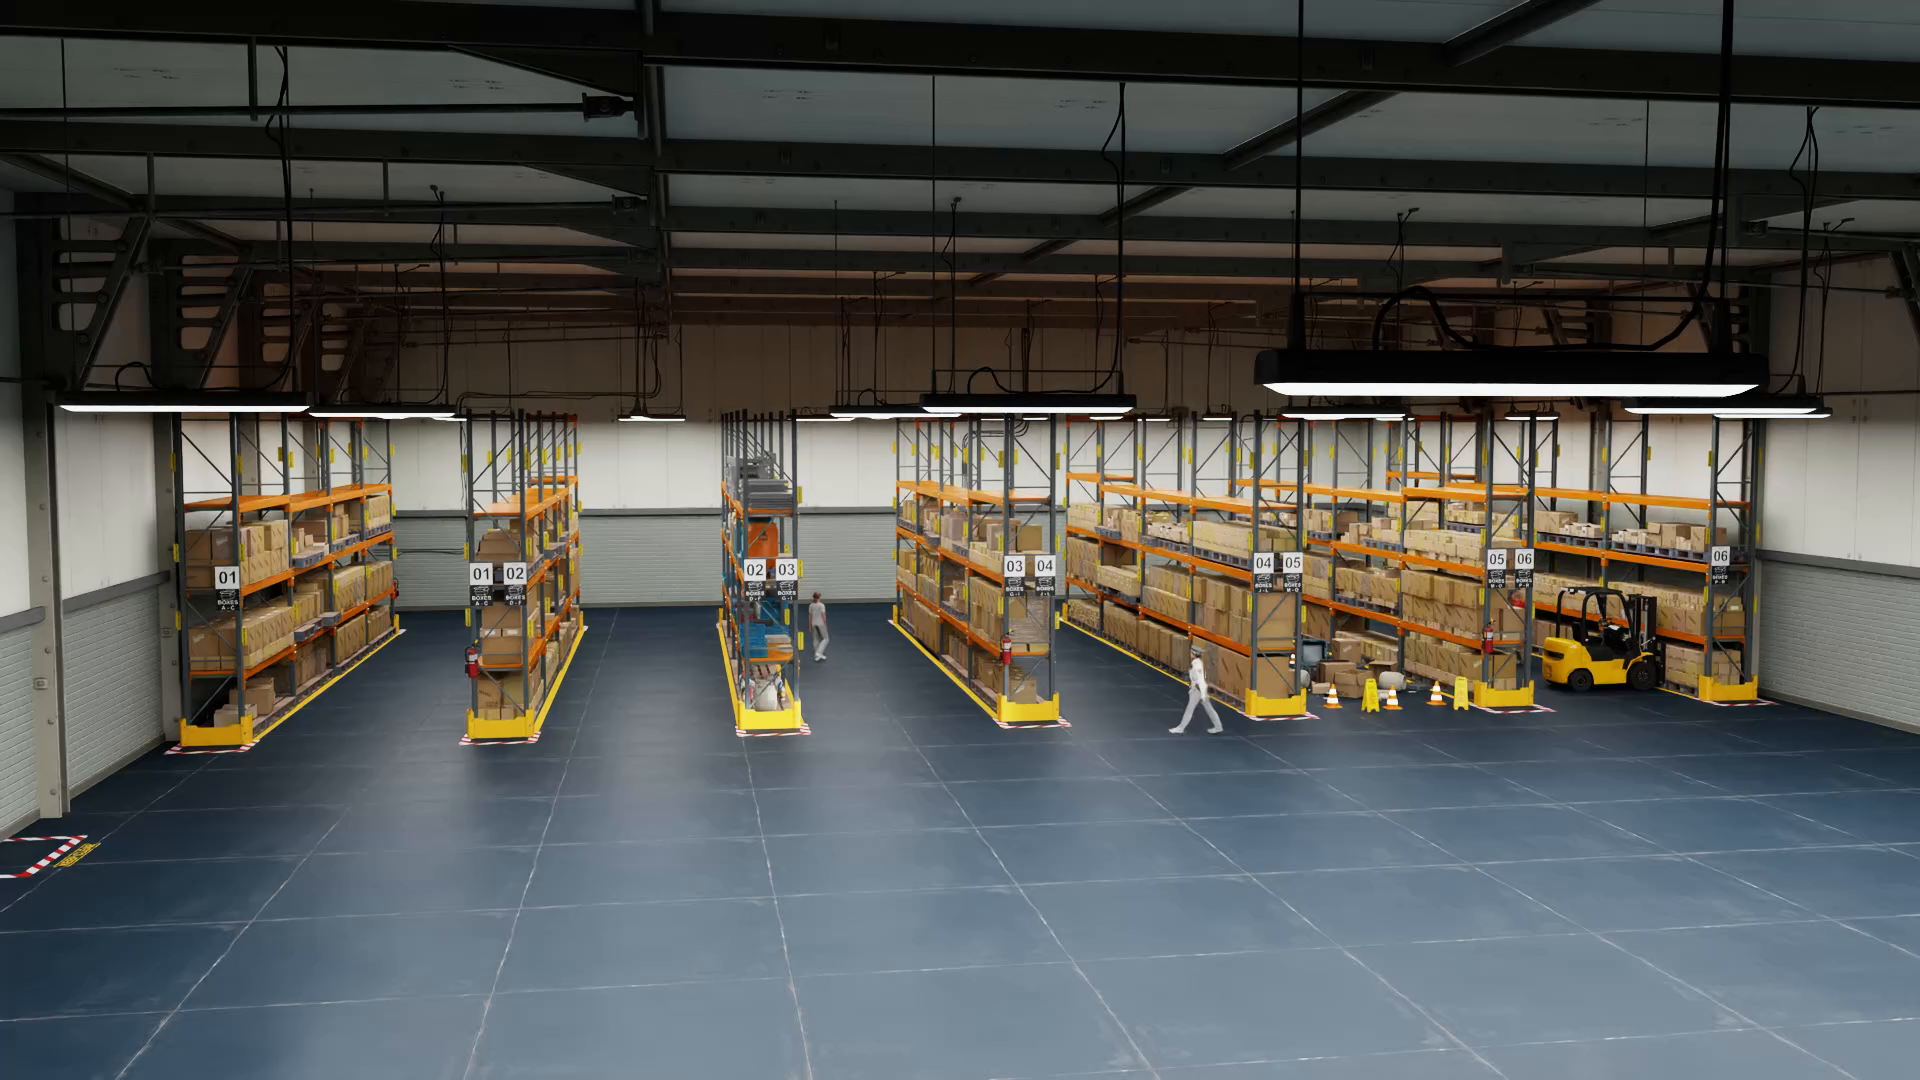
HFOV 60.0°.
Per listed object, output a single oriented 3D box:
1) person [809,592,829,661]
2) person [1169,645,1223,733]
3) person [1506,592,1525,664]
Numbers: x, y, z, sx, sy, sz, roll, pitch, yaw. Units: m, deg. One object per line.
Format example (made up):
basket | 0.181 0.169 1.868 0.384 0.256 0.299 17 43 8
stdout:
person | -3.450 2.088 40.216 0.480 1.673 0.491 2 4 26
person | 4.354 2.746 30.664 1.001 1.610 0.539 0 4 5
person | 13.304 2.128 39.636 0.542 1.777 0.609 -2 4 -21
